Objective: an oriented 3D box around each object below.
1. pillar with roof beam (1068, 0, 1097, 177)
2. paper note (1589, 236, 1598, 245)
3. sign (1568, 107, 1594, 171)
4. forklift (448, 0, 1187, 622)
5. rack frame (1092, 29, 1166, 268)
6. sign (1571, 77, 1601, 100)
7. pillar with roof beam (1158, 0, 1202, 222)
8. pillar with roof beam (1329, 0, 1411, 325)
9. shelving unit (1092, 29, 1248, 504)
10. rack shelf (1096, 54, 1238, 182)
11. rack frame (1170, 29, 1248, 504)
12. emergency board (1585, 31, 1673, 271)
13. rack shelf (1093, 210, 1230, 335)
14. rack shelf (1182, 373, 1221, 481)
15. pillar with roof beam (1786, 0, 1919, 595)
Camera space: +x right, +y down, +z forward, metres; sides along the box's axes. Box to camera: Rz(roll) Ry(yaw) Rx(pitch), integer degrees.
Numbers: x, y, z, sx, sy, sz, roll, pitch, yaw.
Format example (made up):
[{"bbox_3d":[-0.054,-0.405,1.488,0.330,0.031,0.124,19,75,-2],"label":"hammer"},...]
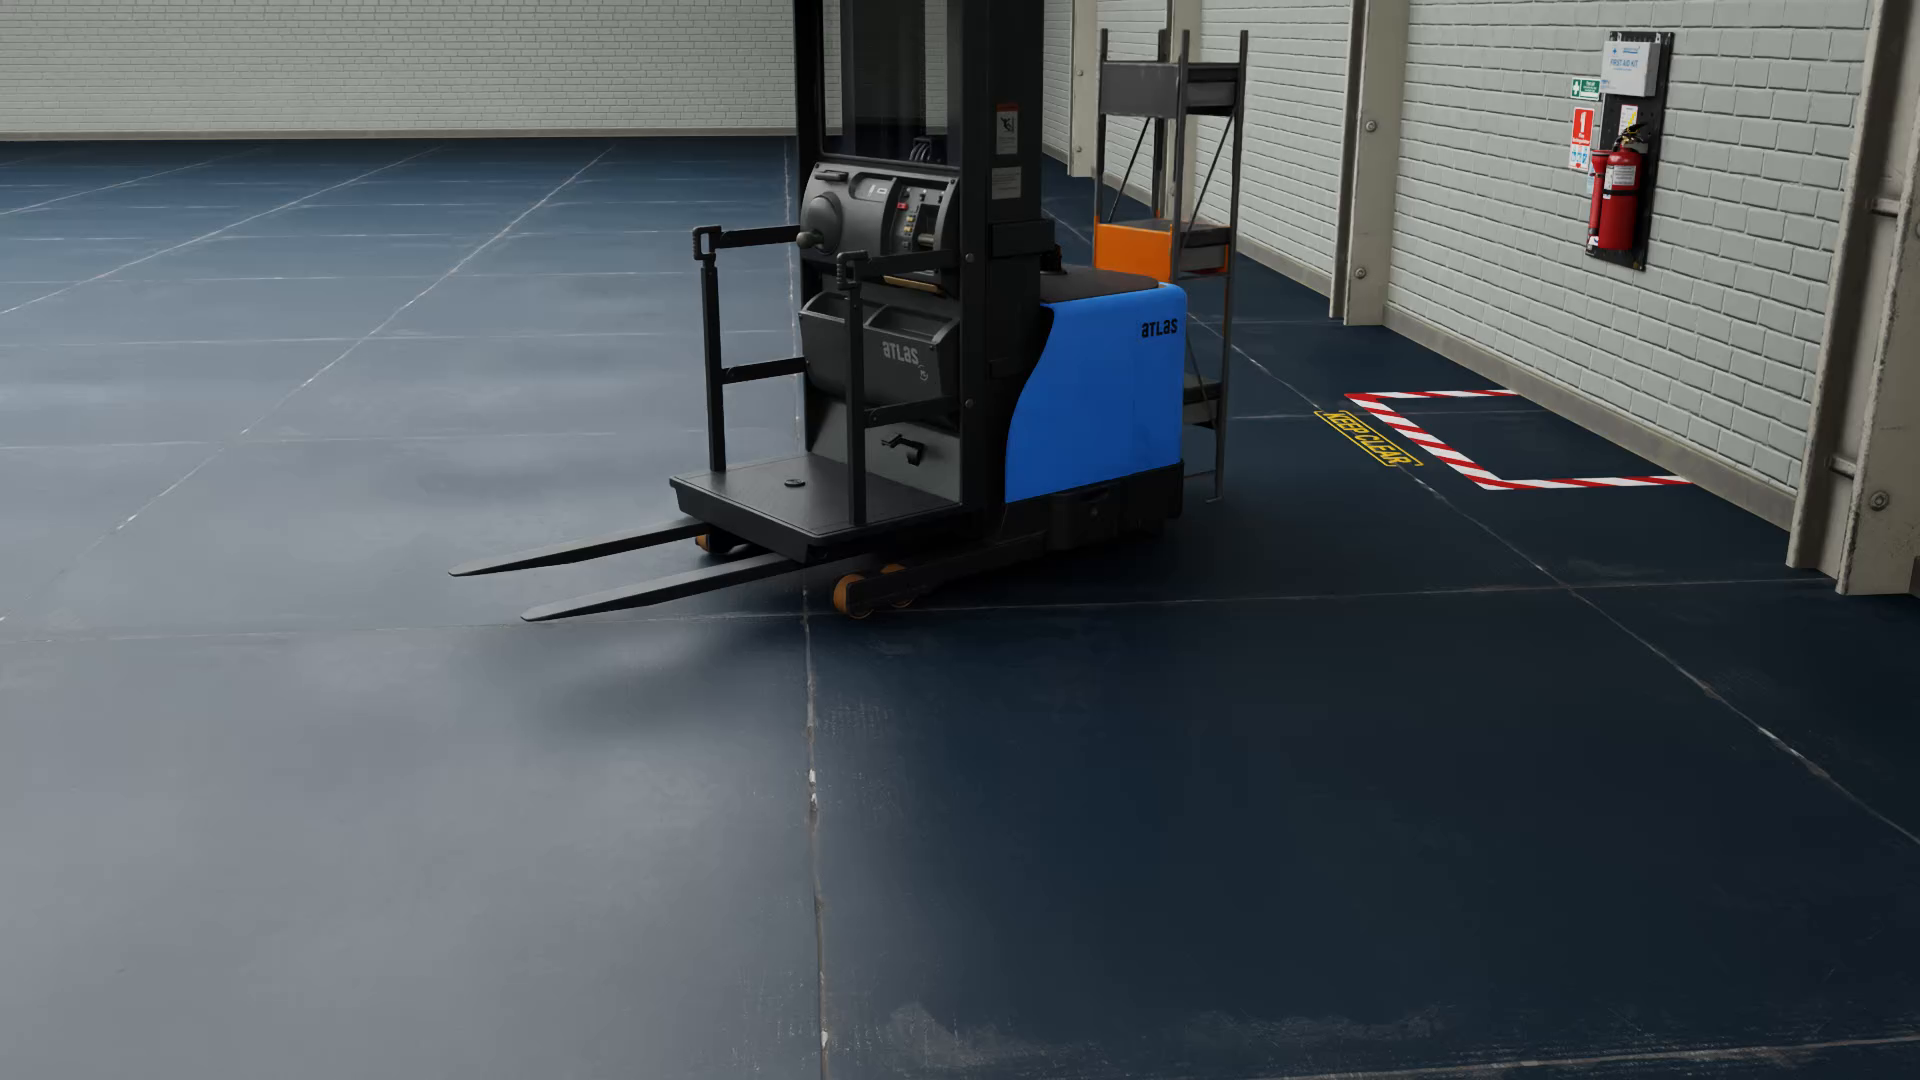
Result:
[{"bbox_3d":[-2.559,-9.372,22.004,9.100,9.000,0.400,-2,18,-6],"label":"pillar with roof beam"},{"bbox_3d":[3.413,-1.651,8.900,0.016,0.148,0.142,-2,18,-6],"label":"paper note"},{"bbox_3d":[3.408,-2.202,9.123,0.001,0.329,0.234,-2,18,-6],"label":"sign"},{"bbox_3d":[-0.487,-1.280,6.361,3.031,2.935,1.130,-14,22,-37],"label":"forklift"},{"bbox_3d":[0.762,-1.267,7.698,0.400,2.100,0.015,-13,22,-37],"label":"rack frame"},{"bbox_3d":[3.400,-2.453,9.038,0.001,0.109,0.331,-2,18,-6],"label":"sign"},{"bbox_3d":[-1.940,-7.584,16.310,9.100,9.000,0.400,-2,18,-6],"label":"pillar with roof beam"},{"bbox_3d":[-1.321,-5.796,10.616,9.100,9.000,0.400,-2,18,-6],"label":"pillar with roof beam"},{"bbox_3d":[0.917,-1.210,7.518,0.431,2.100,0.503,-13,22,-37],"label":"shelving unit"},{"bbox_3d":[0.923,-1.867,7.317,0.431,0.518,0.480,-13,22,-37],"label":"rack shelf"},{"bbox_3d":[1.071,-1.154,7.338,0.400,2.100,0.015,-13,22,-37],"label":"rack frame"},{"bbox_3d":[3.363,-2.017,8.594,0.194,1.169,0.643,-2,18,-6],"label":"emergency board"},{"bbox_3d":[0.917,-1.197,7.522,0.431,0.518,0.480,-13,22,-37],"label":"rack shelf"},{"bbox_3d":[0.911,-0.528,7.727,0.431,0.518,0.480,-13,22,-37],"label":"rack shelf"},{"bbox_3d":[-0.702,-4.009,4.922,9.100,9.000,0.400,-2,18,-6],"label":"pillar with roof beam"}]
